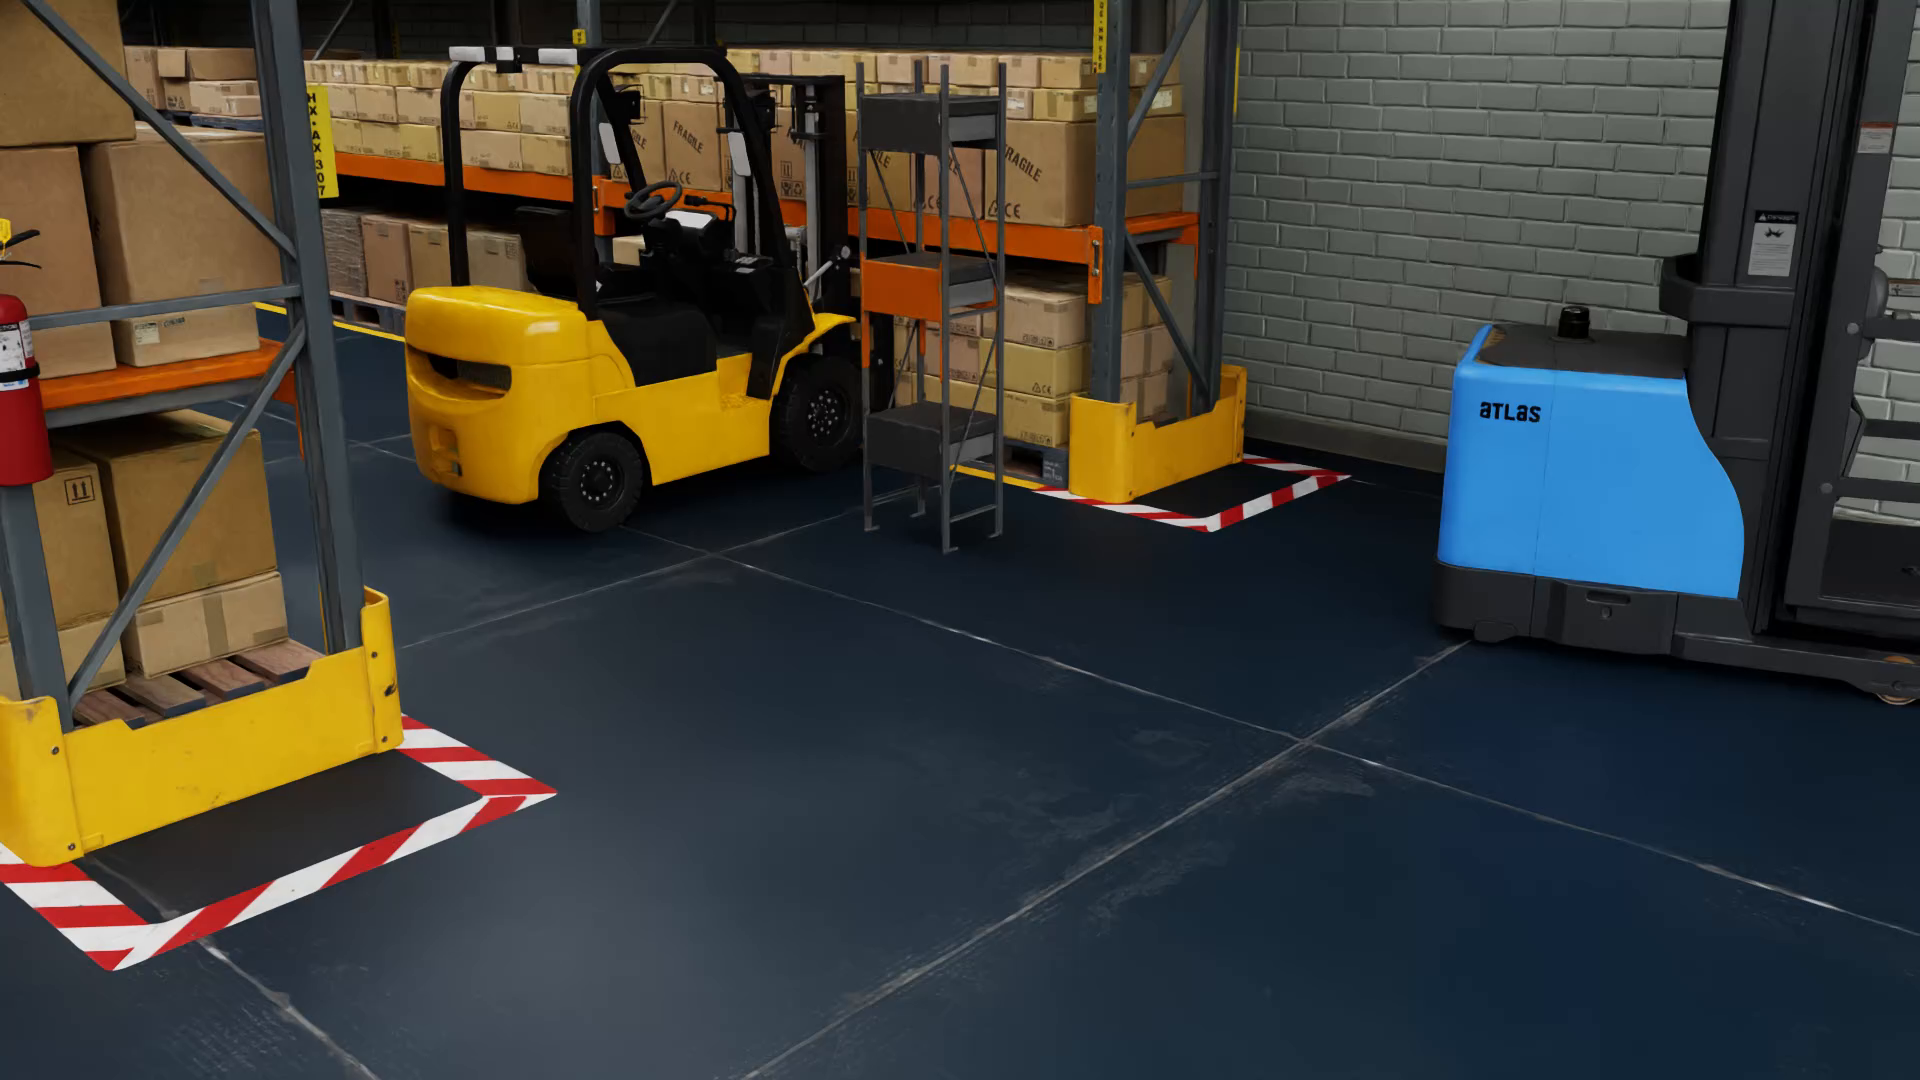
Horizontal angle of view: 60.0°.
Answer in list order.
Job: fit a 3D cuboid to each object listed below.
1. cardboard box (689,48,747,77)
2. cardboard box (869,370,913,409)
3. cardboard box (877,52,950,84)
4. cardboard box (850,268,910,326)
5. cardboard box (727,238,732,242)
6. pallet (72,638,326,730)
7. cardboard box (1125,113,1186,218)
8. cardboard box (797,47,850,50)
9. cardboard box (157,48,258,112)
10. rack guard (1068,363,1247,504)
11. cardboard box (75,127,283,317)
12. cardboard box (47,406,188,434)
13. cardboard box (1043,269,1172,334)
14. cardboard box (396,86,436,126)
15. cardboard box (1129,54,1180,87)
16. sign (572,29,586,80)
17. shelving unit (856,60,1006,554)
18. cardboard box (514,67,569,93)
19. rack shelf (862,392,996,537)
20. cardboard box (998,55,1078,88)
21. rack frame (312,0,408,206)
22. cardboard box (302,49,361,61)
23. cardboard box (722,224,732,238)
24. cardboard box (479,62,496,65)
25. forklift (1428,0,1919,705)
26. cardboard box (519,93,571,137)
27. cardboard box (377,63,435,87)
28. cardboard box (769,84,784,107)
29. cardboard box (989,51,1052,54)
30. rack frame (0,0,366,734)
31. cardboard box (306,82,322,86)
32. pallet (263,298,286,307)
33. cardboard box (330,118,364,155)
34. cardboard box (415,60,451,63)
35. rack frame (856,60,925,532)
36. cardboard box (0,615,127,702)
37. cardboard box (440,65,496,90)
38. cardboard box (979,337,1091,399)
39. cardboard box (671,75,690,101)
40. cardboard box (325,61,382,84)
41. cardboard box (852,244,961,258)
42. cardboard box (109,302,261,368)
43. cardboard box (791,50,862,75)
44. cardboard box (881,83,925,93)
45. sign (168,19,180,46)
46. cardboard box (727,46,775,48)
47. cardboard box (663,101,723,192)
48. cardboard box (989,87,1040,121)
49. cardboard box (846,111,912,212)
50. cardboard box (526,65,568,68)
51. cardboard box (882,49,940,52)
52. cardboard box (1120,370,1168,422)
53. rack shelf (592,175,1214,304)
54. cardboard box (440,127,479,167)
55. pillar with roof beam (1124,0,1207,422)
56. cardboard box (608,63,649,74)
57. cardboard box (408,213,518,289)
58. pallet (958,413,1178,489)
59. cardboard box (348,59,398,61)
[{"bbox_3d":[-1.357,-2.787,9.704,0.250,0.149,0.380,16,23,40],"label":"cardboard box"},{"bbox_3d":[-0.278,-0.889,9.306,0.500,0.250,0.500,15,23,40],"label":"cardboard box"},{"bbox_3d":[-0.215,-2.478,8.731,0.250,0.149,0.380,16,23,41],"label":"cardboard box"},{"bbox_3d":[-0.304,-1.360,9.138,0.500,0.250,0.500,15,23,40],"label":"cardboard box"},{"bbox_3d":[-1.446,-1.668,10.108,0.500,0.250,0.500,15,23,39],"label":"cardboard box"},{"bbox_3d":[-2.916,0.494,5.705,1.213,0.211,1.003,15,23,39],"label":"pallet"},{"bbox_3d":[0.831,-1.982,8.733,0.500,0.500,0.500,16,24,41],"label":"cardboard box"},{"bbox_3d":[-0.759,-2.876,9.984,0.250,0.149,0.380,15,23,38],"label":"cardboard box"},{"bbox_3d":[-6.310,-3.914,14.120,0.637,0.503,0.797,14,23,38],"label":"cardboard box"},{"bbox_3d":[1.035,-0.576,8.600,0.348,0.500,1.175,15,23,39],"label":"rack guard"},{"bbox_3d":[-2.445,-0.996,5.133,0.500,0.500,0.500,15,23,38],"label":"cardboard box"},{"bbox_3d":[-3.107,-0.229,5.985,0.500,0.500,0.500,14,22,37],"label":"cardboard box"},{"bbox_3d":[0.783,-1.278,8.877,0.500,0.250,0.500,15,23,38],"label":"cardboard box"},{"bbox_3d":[-3.645,-3.094,11.823,0.500,0.250,0.500,15,23,40],"label":"cardboard box"},{"bbox_3d":[0.907,-2.386,8.443,0.250,0.149,0.380,14,23,38],"label":"cardboard box"},{"bbox_3d":[-2.328,-2.965,10.211,0.005,0.325,0.100,15,23,39],"label":"sign"},{"bbox_3d":[-0.124,-1.034,7.399,0.503,2.100,0.431,15,23,39],"label":"shelving unit"},{"bbox_3d":[-2.731,-3.059,11.055,0.250,0.149,0.380,15,23,39],"label":"cardboard box"},{"bbox_3d":[-0.124,-0.354,7.615,0.480,0.518,0.431,15,23,39],"label":"rack shelf"},{"bbox_3d":[0.404,-2.337,8.289,0.250,0.149,0.380,15,23,39],"label":"cardboard box"},{"bbox_3d":[-4.967,-3.378,13.298,0.127,3.000,1.000,15,23,39],"label":"rack frame"},{"bbox_3d":[-5.248,-3.765,13.657,0.500,0.500,0.500,16,24,42],"label":"cardboard box"},{"bbox_3d":[-1.478,-1.886,10.795,0.500,0.250,0.500,16,23,40],"label":"cardboard box"},{"bbox_3d":[-3.428,-3.412,12.166,0.250,0.149,0.380,16,24,41],"label":"cardboard box"},{"bbox_3d":[3.380,-0.982,5.861,3.031,2.935,1.130,7,19,21],"label":"forklift"},{"bbox_3d":[-2.512,-2.783,10.843,0.500,0.250,0.500,14,23,38],"label":"cardboard box"},{"bbox_3d":[-3.951,-3.348,11.964,0.250,0.149,0.380,16,23,40],"label":"cardboard box"},{"bbox_3d":[-0.973,-2.545,9.435,0.250,0.149,0.380,14,22,38],"label":"cardboard box"},{"bbox_3d":[0.352,-2.550,8.957,0.250,0.149,0.380,15,23,40],"label":"cardboard box"},{"bbox_3d":[-2.275,-0.648,4.696,0.127,3.000,1.000,15,23,39],"label":"rack frame"},{"bbox_3d":[-4.814,-3.395,12.772,0.500,0.250,0.500,15,23,39],"label":"cardboard box"},{"bbox_3d":[-5.500,-2.208,14.219,1.213,0.211,1.003,15,23,39],"label":"pallet"},{"bbox_3d":[-4.424,-3.060,12.544,0.500,0.250,0.500,14,23,38],"label":"cardboard box"},{"bbox_3d":[-3.936,-3.589,12.725,0.250,0.149,0.380,14,23,38],"label":"cardboard box"},{"bbox_3d":[-0.306,-1.083,7.553,0.015,2.100,0.400,15,23,39],"label":"rack frame"},{"bbox_3d":[-3.076,0.356,5.383,0.500,0.250,0.500,15,23,39],"label":"cardboard box"},{"bbox_3d":[-3.353,-3.200,11.499,0.250,0.149,0.380,15,23,40],"label":"cardboard box"},{"bbox_3d":[0.445,-0.927,8.599,0.500,0.250,0.500,15,23,39],"label":"cardboard box"},{"bbox_3d":[-1.503,-2.711,9.957,0.250,0.149,0.380,15,23,39],"label":"cardboard box"},{"bbox_3d":[-4.514,-3.505,12.461,0.250,0.149,0.380,16,24,41],"label":"cardboard box"},{"bbox_3d":[-0.339,-1.584,9.844,0.500,0.250,0.500,14,23,38],"label":"cardboard box"},{"bbox_3d":[-2.392,-0.644,5.096,0.250,0.149,0.380,15,23,39],"label":"cardboard box"},{"bbox_3d":[-0.719,-2.656,9.292,0.250,0.149,0.380,15,23,39],"label":"cardboard box"},{"bbox_3d":[-0.202,-2.341,8.792,0.250,0.149,0.380,14,22,38],"label":"cardboard box"},{"bbox_3d":[-7.593,-4.860,16.052,0.005,0.325,0.100,15,23,39],"label":"sign"},{"bbox_3d":[-1.375,-3.018,10.434,0.250,0.149,0.380,14,23,38],"label":"cardboard box"},{"bbox_3d":[-1.416,-2.374,9.968,0.500,0.500,0.500,16,23,40],"label":"cardboard box"},{"bbox_3d":[0.361,-2.180,8.284,0.250,0.149,0.380,16,23,40],"label":"cardboard box"},{"bbox_3d":[-0.291,-2.068,9.005,0.500,0.500,0.500,14,23,38],"label":"cardboard box"},{"bbox_3d":[-2.822,-3.270,11.718,0.250,0.149,0.380,15,23,39],"label":"cardboard box"},{"bbox_3d":[-0.230,-2.704,9.442,0.250,0.149,0.380,15,23,40],"label":"cardboard box"},{"bbox_3d":[0.779,-0.805,9.039,0.500,0.250,0.500,15,23,39],"label":"cardboard box"},{"bbox_3d":[-0.479,-1.831,9.611,4.000,0.370,1.077,15,23,39],"label":"rack shelf"},{"bbox_3d":[-3.256,-2.752,11.573,0.500,0.250,0.500,15,23,40],"label":"cardboard box"},{"bbox_3d":[-1.763,-4.001,5.343,0.400,9.000,9.100,15,23,39],"label":"pillar with roof beam"},{"bbox_3d":[-1.933,-2.943,10.196,0.250,0.149,0.380,16,23,40],"label":"cardboard box"},{"bbox_3d":[-3.512,-2.054,12.356,0.625,0.625,0.875,14,22,37],"label":"cardboard box"},{"bbox_3d":[0.417,-0.587,9.113,1.213,0.211,1.003,15,23,39],"label":"pallet"},{"bbox_3d":[-4.589,-3.716,13.123,0.250,0.149,0.380,16,24,41],"label":"cardboard box"}]
